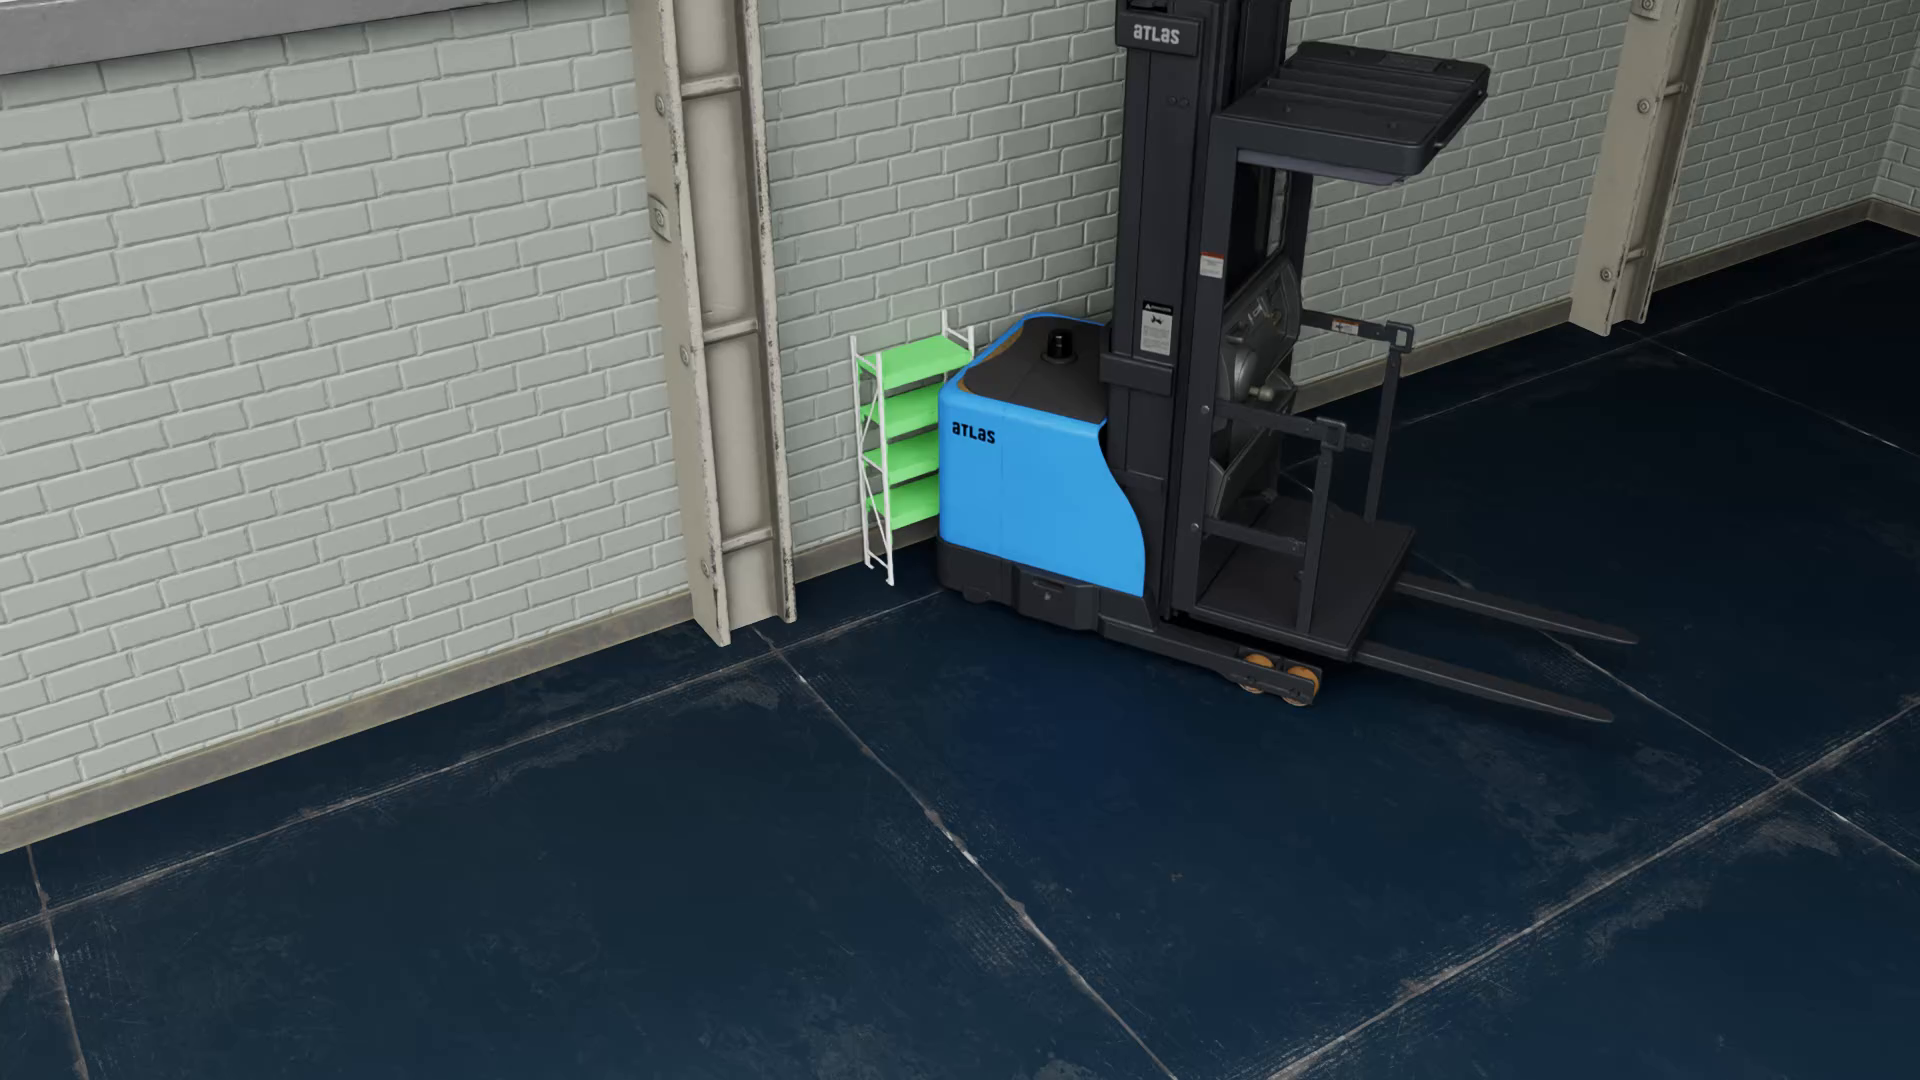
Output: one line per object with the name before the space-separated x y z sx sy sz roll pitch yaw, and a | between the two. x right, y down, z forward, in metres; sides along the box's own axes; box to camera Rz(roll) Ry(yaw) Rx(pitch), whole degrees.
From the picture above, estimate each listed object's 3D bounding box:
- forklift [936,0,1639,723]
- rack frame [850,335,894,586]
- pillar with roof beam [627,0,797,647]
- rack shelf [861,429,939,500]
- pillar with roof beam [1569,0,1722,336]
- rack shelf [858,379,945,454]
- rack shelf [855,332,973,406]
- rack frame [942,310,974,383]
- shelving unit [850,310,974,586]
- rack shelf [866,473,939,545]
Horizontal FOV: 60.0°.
forklift | 1.435 -0.854 6.856 3.031 2.935 1.130 16 35 23
rack frame | -0.403 -0.350 7.670 0.015 1.200 0.240 -20 35 -28
pillar with roof beam | 1.335 -1.519 2.224 0.400 9.000 9.100 -19 37 -27
rack shelf | -0.198 -0.369 7.816 0.480 0.148 0.258 -20 35 -28
pillar with roof beam | 6.378 -3.254 4.973 0.400 9.000 9.100 -19 37 -27
rack shelf | -0.205 -0.575 7.693 0.480 0.148 0.258 -20 35 -28
rack shelf | -0.211 -0.782 7.571 0.480 0.148 0.258 -20 35 -28
rack frame | 0.003 -0.498 7.897 0.015 1.200 0.240 -20 35 -28
shelving unit | -0.200 -0.424 7.783 0.503 1.200 0.258 -20 35 -28
rack shelf | -0.192 -0.163 7.939 0.480 0.148 0.258 -20 35 -28
